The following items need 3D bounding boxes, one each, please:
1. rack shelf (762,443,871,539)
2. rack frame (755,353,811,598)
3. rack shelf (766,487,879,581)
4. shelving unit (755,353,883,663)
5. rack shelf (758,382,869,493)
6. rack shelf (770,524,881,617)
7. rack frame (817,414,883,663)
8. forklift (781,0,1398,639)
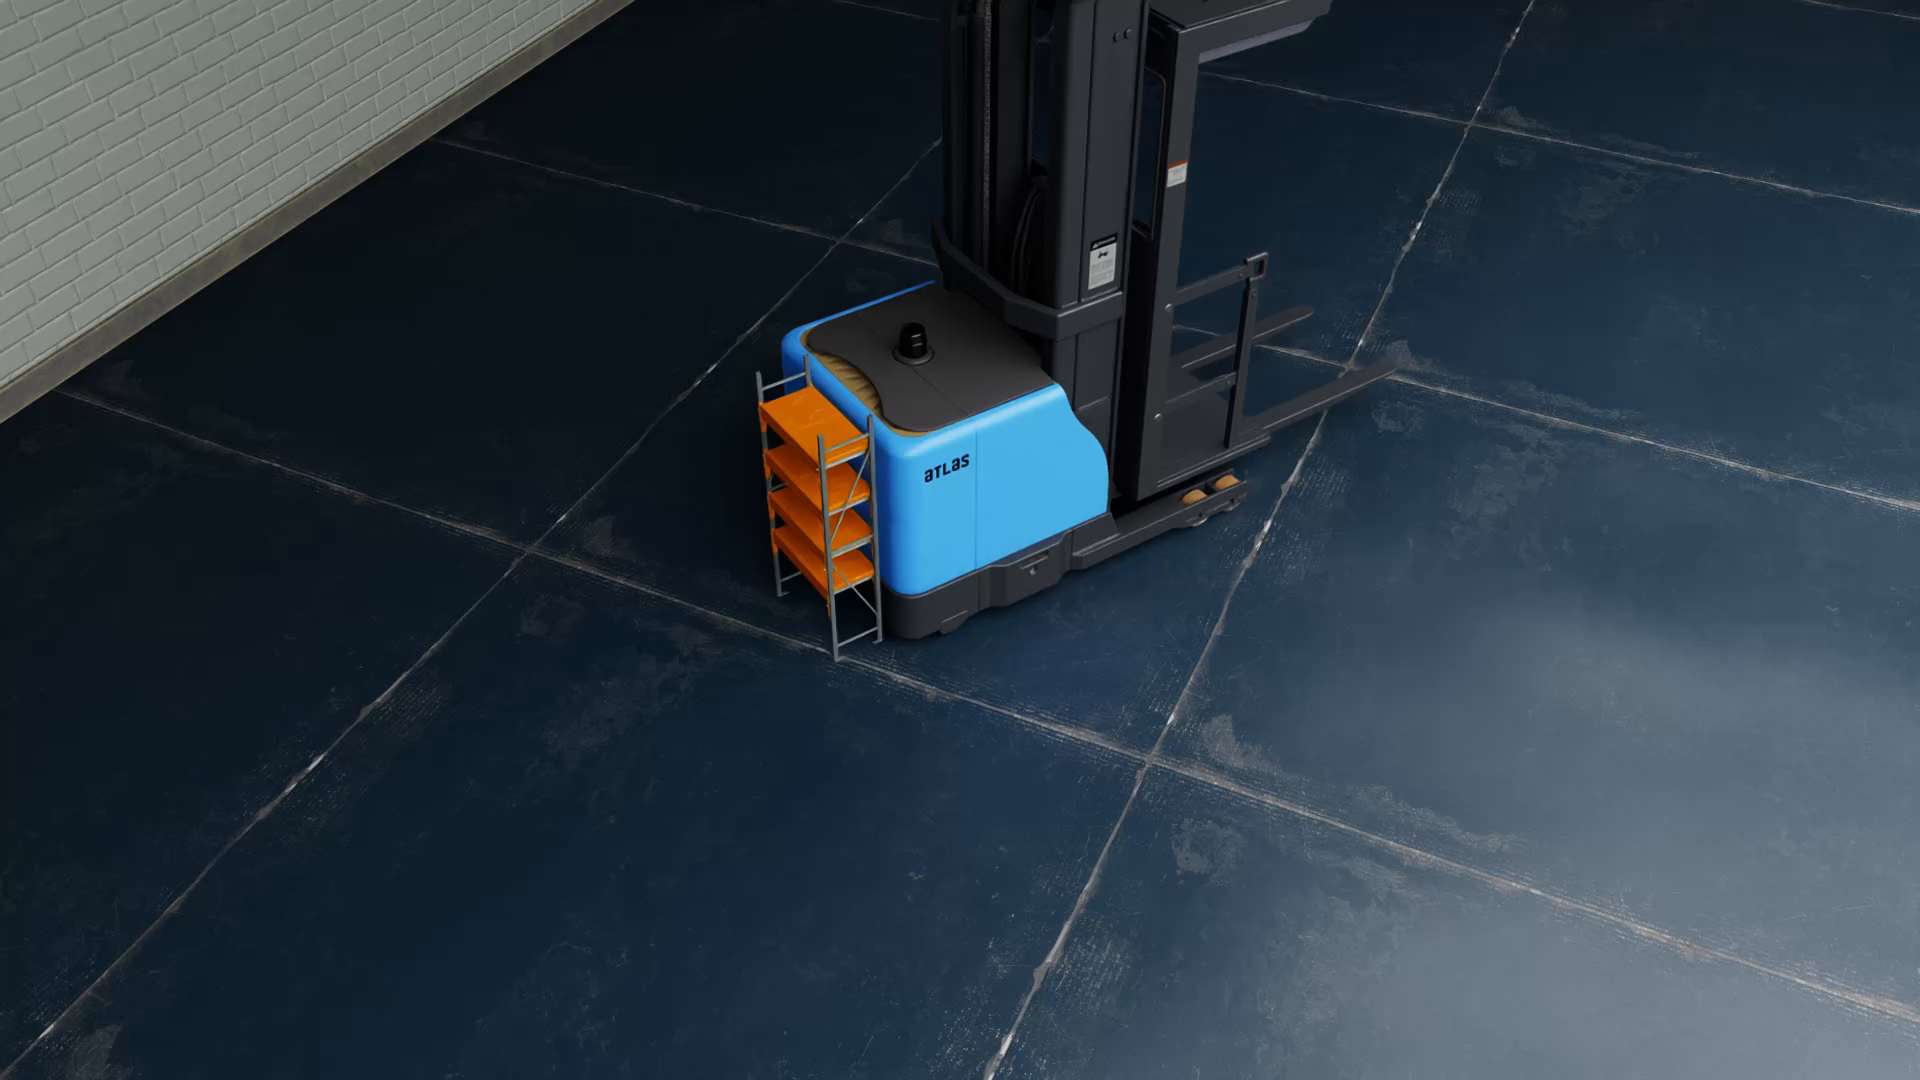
[{"bbox_3d":[-0.571,-0.232,6.747,0.258,0.148,0.480,-24,46,-25],"label":"rack shelf"},{"bbox_3d":[-0.707,-0.247,7.003,0.240,1.200,0.015,-24,46,-25],"label":"rack frame"},{"bbox_3d":[-0.571,-0.063,6.894,0.258,0.148,0.480,-24,46,-25],"label":"rack shelf"},{"bbox_3d":[-0.571,-0.114,6.850,0.258,1.200,0.503,-24,46,-25],"label":"shelving unit"},{"bbox_3d":[-0.571,-0.411,6.592,0.258,0.148,0.480,-24,46,-25],"label":"rack shelf"},{"bbox_3d":[-0.571,0.087,7.024,0.258,0.148,0.480,-24,46,-25],"label":"rack shelf"},{"bbox_3d":[-0.435,0.018,6.697,0.240,1.200,0.015,-24,46,-25],"label":"rack frame"},{"bbox_3d":[0.740,-1.440,7.057,3.031,2.935,1.130,-23,46,-25],"label":"forklift"}]
